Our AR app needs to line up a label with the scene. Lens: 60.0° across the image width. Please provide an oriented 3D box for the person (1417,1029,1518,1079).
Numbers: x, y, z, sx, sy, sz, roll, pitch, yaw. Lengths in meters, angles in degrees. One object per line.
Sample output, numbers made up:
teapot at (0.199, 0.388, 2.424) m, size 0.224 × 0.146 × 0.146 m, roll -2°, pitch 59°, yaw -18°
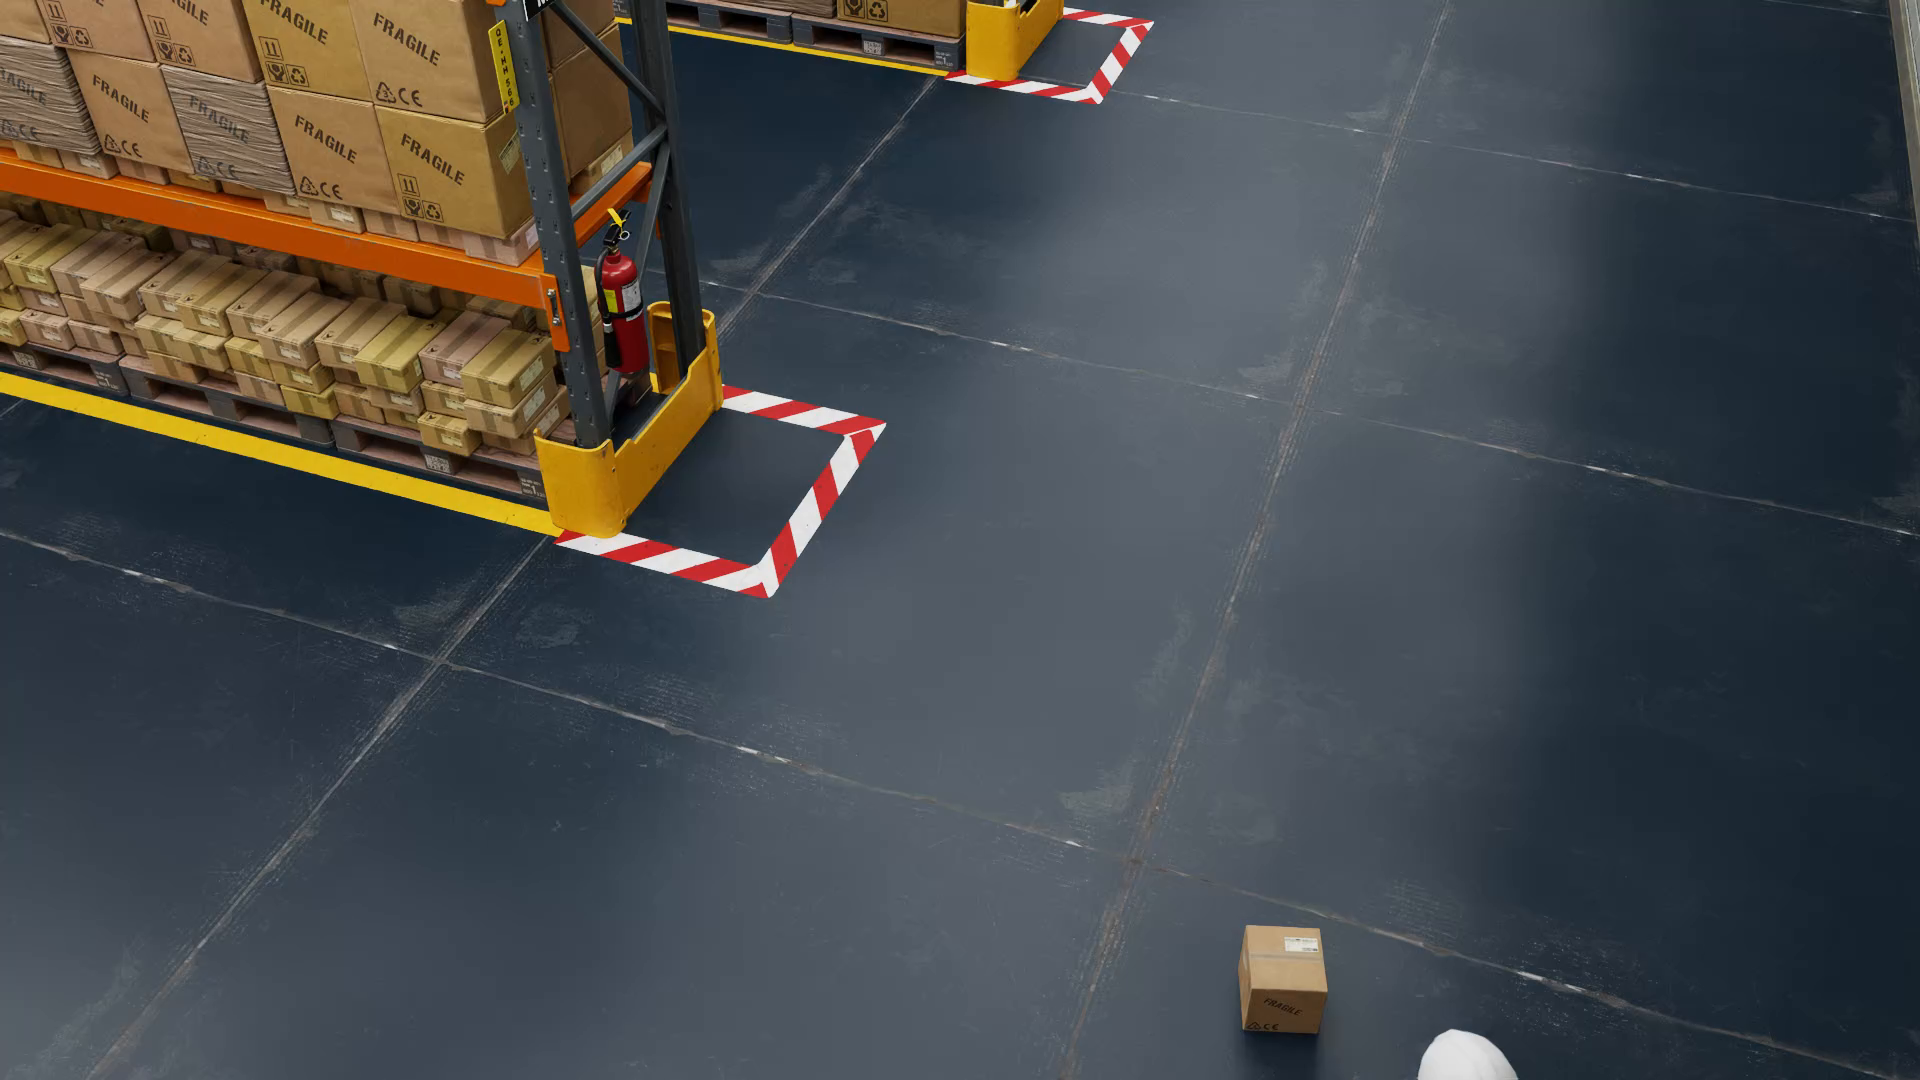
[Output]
person at (1.095, 1.802, 4.081) m, size 0.594 × 1.842 × 0.543 m, roll -10°, pitch 42°, yaw -12°
